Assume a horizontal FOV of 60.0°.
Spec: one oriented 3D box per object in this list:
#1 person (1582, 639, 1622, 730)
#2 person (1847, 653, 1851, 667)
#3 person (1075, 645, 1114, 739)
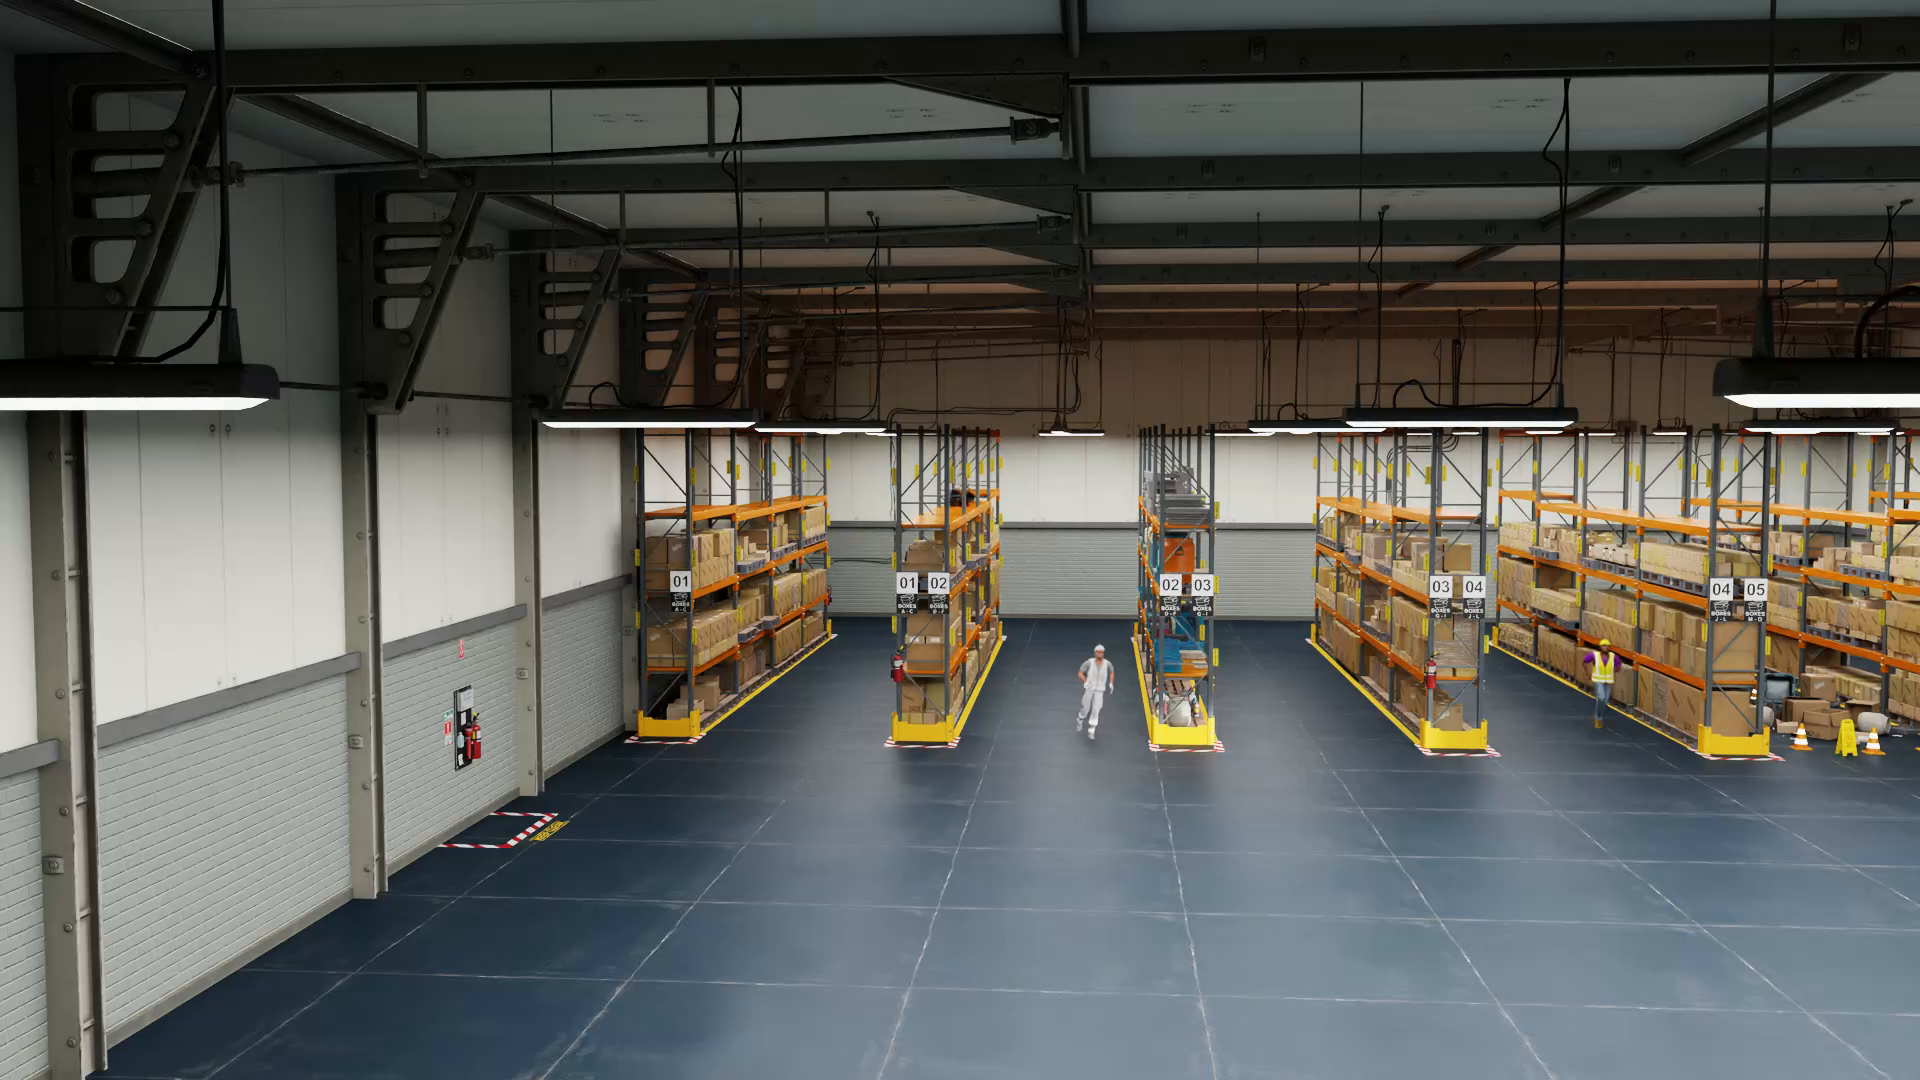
[{"bbox_3d":[12.736,2.851,32.948,0.675,1.800,0.792,0,3,0],"label":"person"},{"bbox_3d":[22.160,2.307,41.784,0.687,1.738,0.551,0,3,-5],"label":"person"},{"bbox_3d":[2.627,2.893,31.969,0.723,1.764,0.852,0,3,-6],"label":"person"}]
